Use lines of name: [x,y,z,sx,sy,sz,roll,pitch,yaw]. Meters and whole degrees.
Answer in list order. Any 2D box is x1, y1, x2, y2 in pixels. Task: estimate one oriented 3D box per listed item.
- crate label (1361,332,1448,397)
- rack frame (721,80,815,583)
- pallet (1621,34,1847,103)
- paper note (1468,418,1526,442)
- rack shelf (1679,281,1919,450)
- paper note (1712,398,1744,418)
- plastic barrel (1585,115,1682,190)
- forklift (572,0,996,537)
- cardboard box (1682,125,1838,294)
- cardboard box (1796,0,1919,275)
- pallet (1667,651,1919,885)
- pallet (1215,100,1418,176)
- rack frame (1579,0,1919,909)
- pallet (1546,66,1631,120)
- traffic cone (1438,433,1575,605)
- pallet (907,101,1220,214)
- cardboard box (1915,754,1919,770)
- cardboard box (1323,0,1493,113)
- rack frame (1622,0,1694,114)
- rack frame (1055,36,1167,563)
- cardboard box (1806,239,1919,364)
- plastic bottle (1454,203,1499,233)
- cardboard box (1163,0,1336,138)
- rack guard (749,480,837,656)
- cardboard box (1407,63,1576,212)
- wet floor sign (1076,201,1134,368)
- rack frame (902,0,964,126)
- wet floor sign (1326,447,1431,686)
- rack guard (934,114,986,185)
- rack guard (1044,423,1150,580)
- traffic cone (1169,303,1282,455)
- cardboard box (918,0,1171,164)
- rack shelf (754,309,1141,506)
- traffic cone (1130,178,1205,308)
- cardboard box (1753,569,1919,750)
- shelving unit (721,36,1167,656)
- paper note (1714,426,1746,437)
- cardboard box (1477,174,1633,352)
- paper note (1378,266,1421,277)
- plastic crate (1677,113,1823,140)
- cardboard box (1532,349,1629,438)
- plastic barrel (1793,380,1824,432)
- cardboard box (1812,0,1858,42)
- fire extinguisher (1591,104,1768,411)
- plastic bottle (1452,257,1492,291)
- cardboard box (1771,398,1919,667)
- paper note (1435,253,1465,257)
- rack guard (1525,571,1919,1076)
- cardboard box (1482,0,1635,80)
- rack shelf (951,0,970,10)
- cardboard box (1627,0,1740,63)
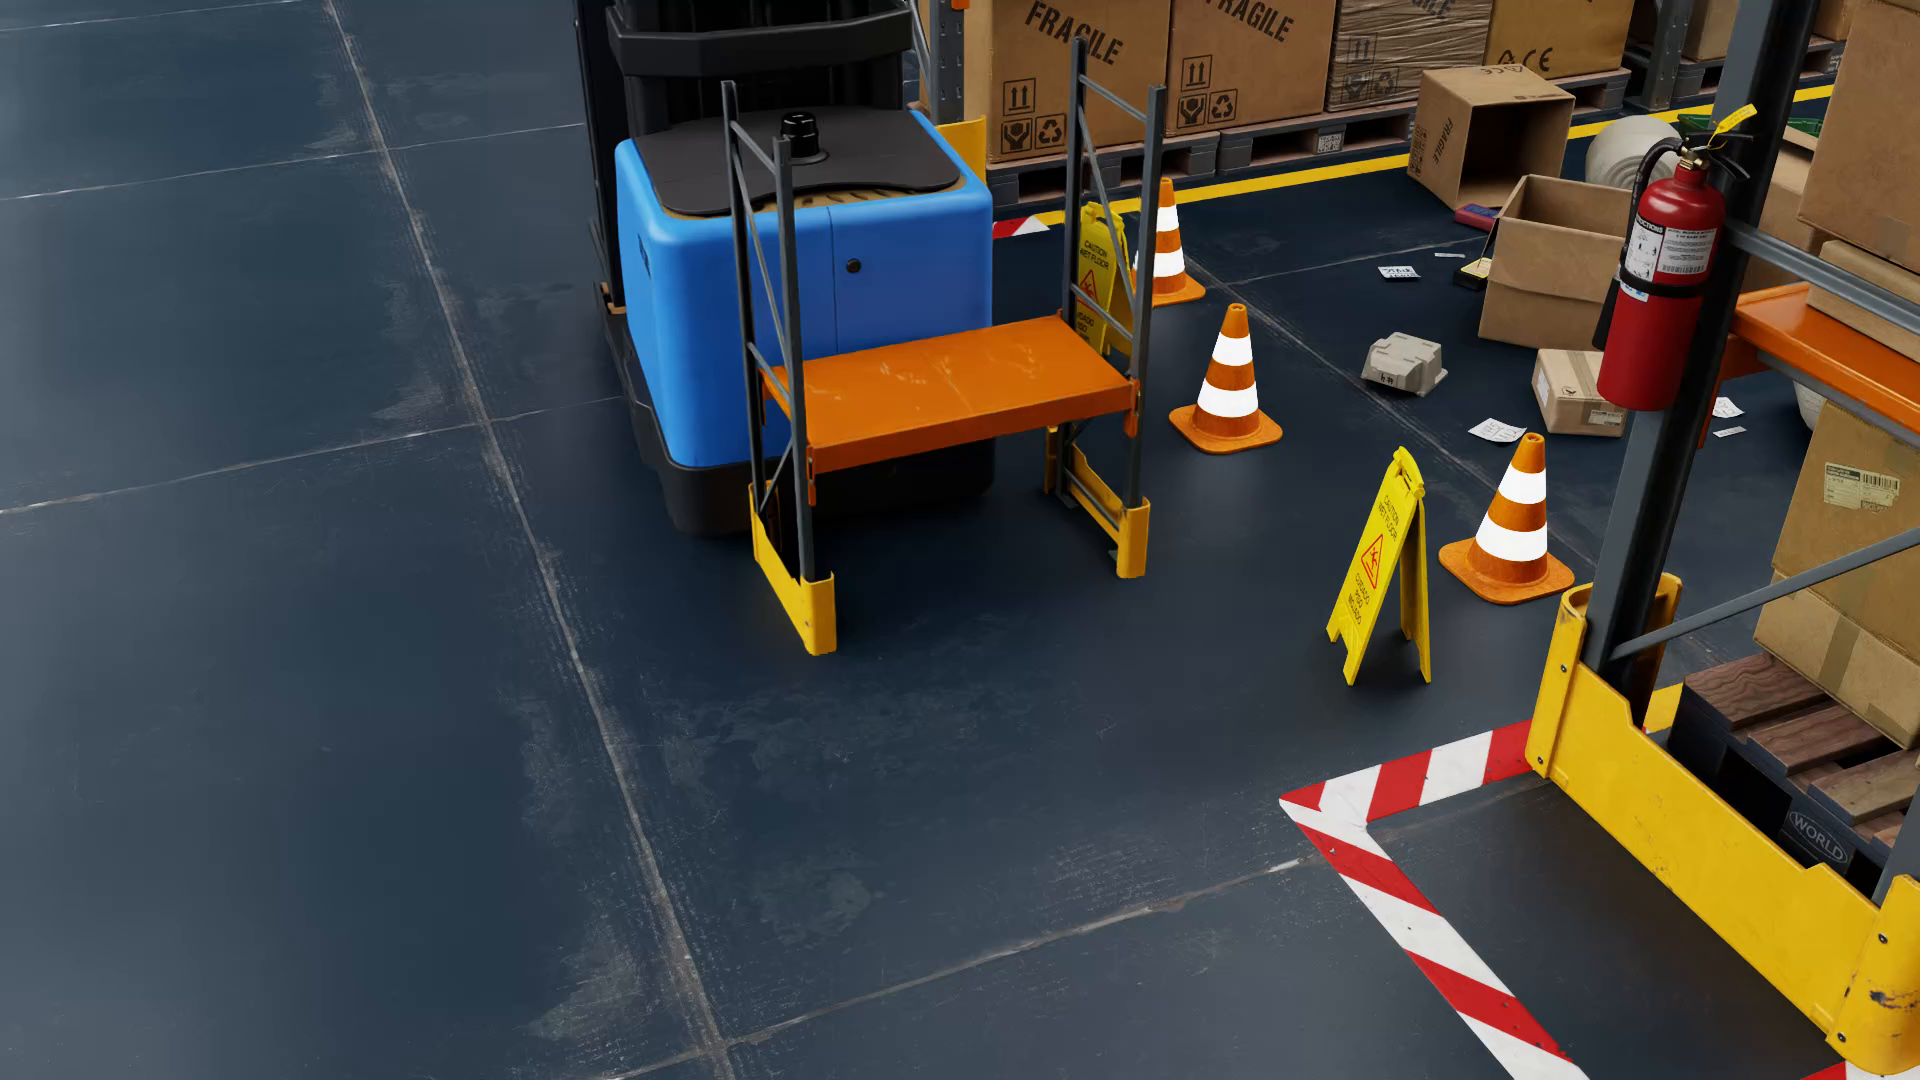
crate label: [1.635,-0.652,6.127,0.250,0.136,0.298,23,39,30]
rack frame: [-0.514,-0.446,4.560,0.032,1.500,0.500,-13,35,-19]
pallet: [4.141,-2.773,9.319,1.213,0.211,1.003,-13,35,-19]
paper note: [1.881,-0.385,5.814,0.142,0.019,0.148,-27,42,-35]
rack shelf: [3.624,-0.550,4.004,4.000,0.370,1.077,-13,35,-19]
paper note: [2.722,-0.484,5.977,0.142,0.019,0.148,-2,33,-2]
plastic barrel: [3.006,-1.651,7.399,0.421,0.421,0.512,10,34,14]
forklift: [-0.808,-2.036,5.692,1.130,2.935,3.031,-10,34,-14]
cardboard box: [3.278,-1.285,6.639,0.503,0.637,0.797,-13,35,-19]
cardboard box: [2.174,-0.849,3.440,0.500,0.500,0.500,-14,35,-20]
pallet: [2.613,0.570,4.180,1.213,0.211,1.003,-13,35,-19]
pallet: [1.601,-2.192,8.425,1.213,0.211,1.003,-13,35,-19]
rack frame: [1.780,-0.429,3.159,0.127,3.000,1.000,-13,35,-19]
pallet: [2.727,-2.451,8.824,1.213,0.211,1.003,-13,35,-19]
traffic cone: [1.677,-0.105,4.987,0.334,0.463,0.336,-13,35,-19]
pallet: [0.477,-1.936,8.032,1.213,0.211,1.003,-13,35,-19]
cardboard box: [2.631,0.516,3.842,0.500,0.250,0.500,-13,35,-19]
cardboard box: [2.022,-2.737,8.269,0.875,0.875,0.875,-13,35,-19]
rack frame: [3.459,-3.741,8.250,0.127,3.000,1.000,-13,35,-19]
rack frame: [0.423,-0.660,4.889,0.032,1.500,0.500,-13,35,-19]
cardboard box: [2.042,-0.510,3.514,0.250,0.149,0.380,-12,35,-17]
plastic bottle: [2.349,-1.414,7.367,0.133,0.061,0.283,-27,42,-35]
cardboard box: [1.181,-2.545,7.975,0.875,0.875,0.875,-13,35,-20]
rack guard: [-0.497,0.074,4.907,0.087,0.250,0.587,-13,35,-19]
cardboard box: [2.425,-1.851,7.634,0.500,0.500,0.500,-7,34,-11]
wet floor sign: [0.510,-0.908,6.054,0.232,0.644,0.267,-19,38,-27]
rack frame: [-0.229,-2.897,6.952,0.127,3.000,1.000,-13,35,-19]
wet floor sign: [1.191,0.060,4.566,0.232,0.644,0.267,-2,33,-2]
rack guard: [-0.252,-1.844,7.626,0.348,0.500,1.175,-13,35,-19]
rack guard: [0.422,-0.136,5.229,0.087,0.250,0.587,-13,35,-19]
traffic cone: [0.934,-0.591,5.735,0.334,0.463,0.336,-13,35,-19]
cardboard box: [0.370,-2.359,7.688,0.875,0.875,0.875,-13,35,-19]
rack shelf: [-0.046,-0.402,4.822,1.000,0.185,0.538,-13,35,-19]
traffic cone: [0.810,-1.232,6.718,0.334,0.463,0.336,-13,35,-19]
cardboard box: [2.443,0.237,4.272,0.500,0.250,0.500,-13,35,-19]
shelving unit: [-0.037,-0.555,4.727,1.083,1.500,0.587,-13,35,-19]
paper note: [2.697,-0.380,5.824,0.123,0.001,0.032,-13,35,-19]
cardboard box: [2.419,-1.027,6.366,0.797,0.503,0.637,16,36,23]
paper note: [1.835,-1.120,6.945,0.142,0.017,0.144,-2,33,-2]
plastic crate: [3.806,-1.891,7.932,0.662,0.188,0.450,4,23,6]
cardboard box: [2.206,-0.526,5.923,0.250,0.149,0.380,4,33,6]
plastic barrel: [3.098,-0.546,5.702,0.421,0.421,0.512,10,34,14]
cardboard box: [4.887,-3.352,9.330,0.750,0.750,1.050,-13,35,-19]
fire extinguisher: [1.496,-0.604,3.499,0.183,0.674,0.296,-13,35,-19]
plastic bottle: [2.182,-1.116,6.910,0.283,0.061,0.133,-27,42,-35]
cardboard box: [2.418,-0.067,4.051,0.500,0.500,0.500,-13,35,-19]
paper note: [2.095,-1.218,7.112,0.123,0.001,0.032,4,33,6]
rack guard: [1.850,0.603,3.865,0.348,0.500,1.175,-13,35,-19]
cardboard box: [2.852,-2.929,8.565,0.875,0.875,0.875,-12,35,-18]
rack shelf: [1.615,-3.017,7.797,4.000,0.370,1.077,-13,35,-19]
cardboard box: [3.996,-3.151,9.020,0.750,0.750,1.050,-13,35,-19]
